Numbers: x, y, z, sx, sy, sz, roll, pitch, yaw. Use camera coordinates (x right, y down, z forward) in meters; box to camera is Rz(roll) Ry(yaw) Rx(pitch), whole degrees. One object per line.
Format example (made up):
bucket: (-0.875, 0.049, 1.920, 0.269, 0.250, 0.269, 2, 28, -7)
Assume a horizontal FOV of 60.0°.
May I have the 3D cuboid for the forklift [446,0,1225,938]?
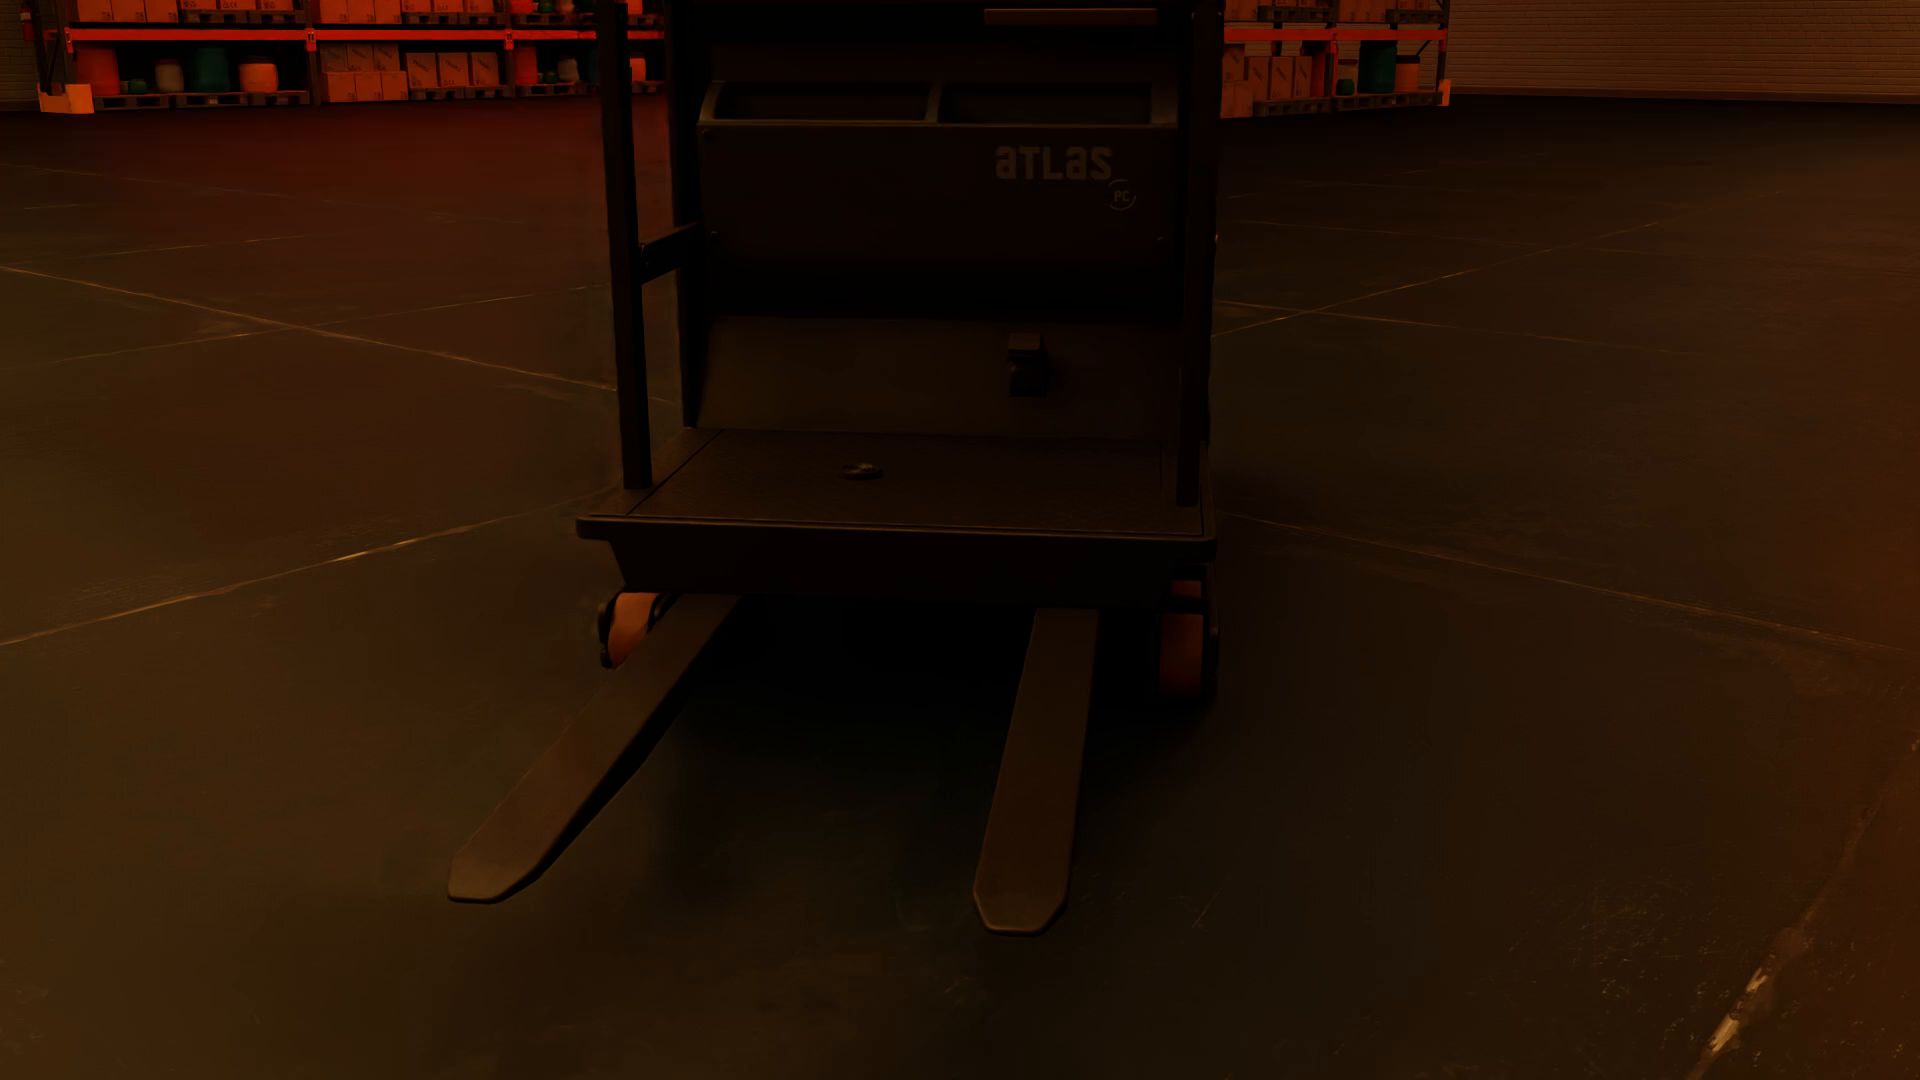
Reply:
forklift: (-0.065, -1.215, 2.900, 1.130, 2.935, 3.031, 2, 17, 6)
